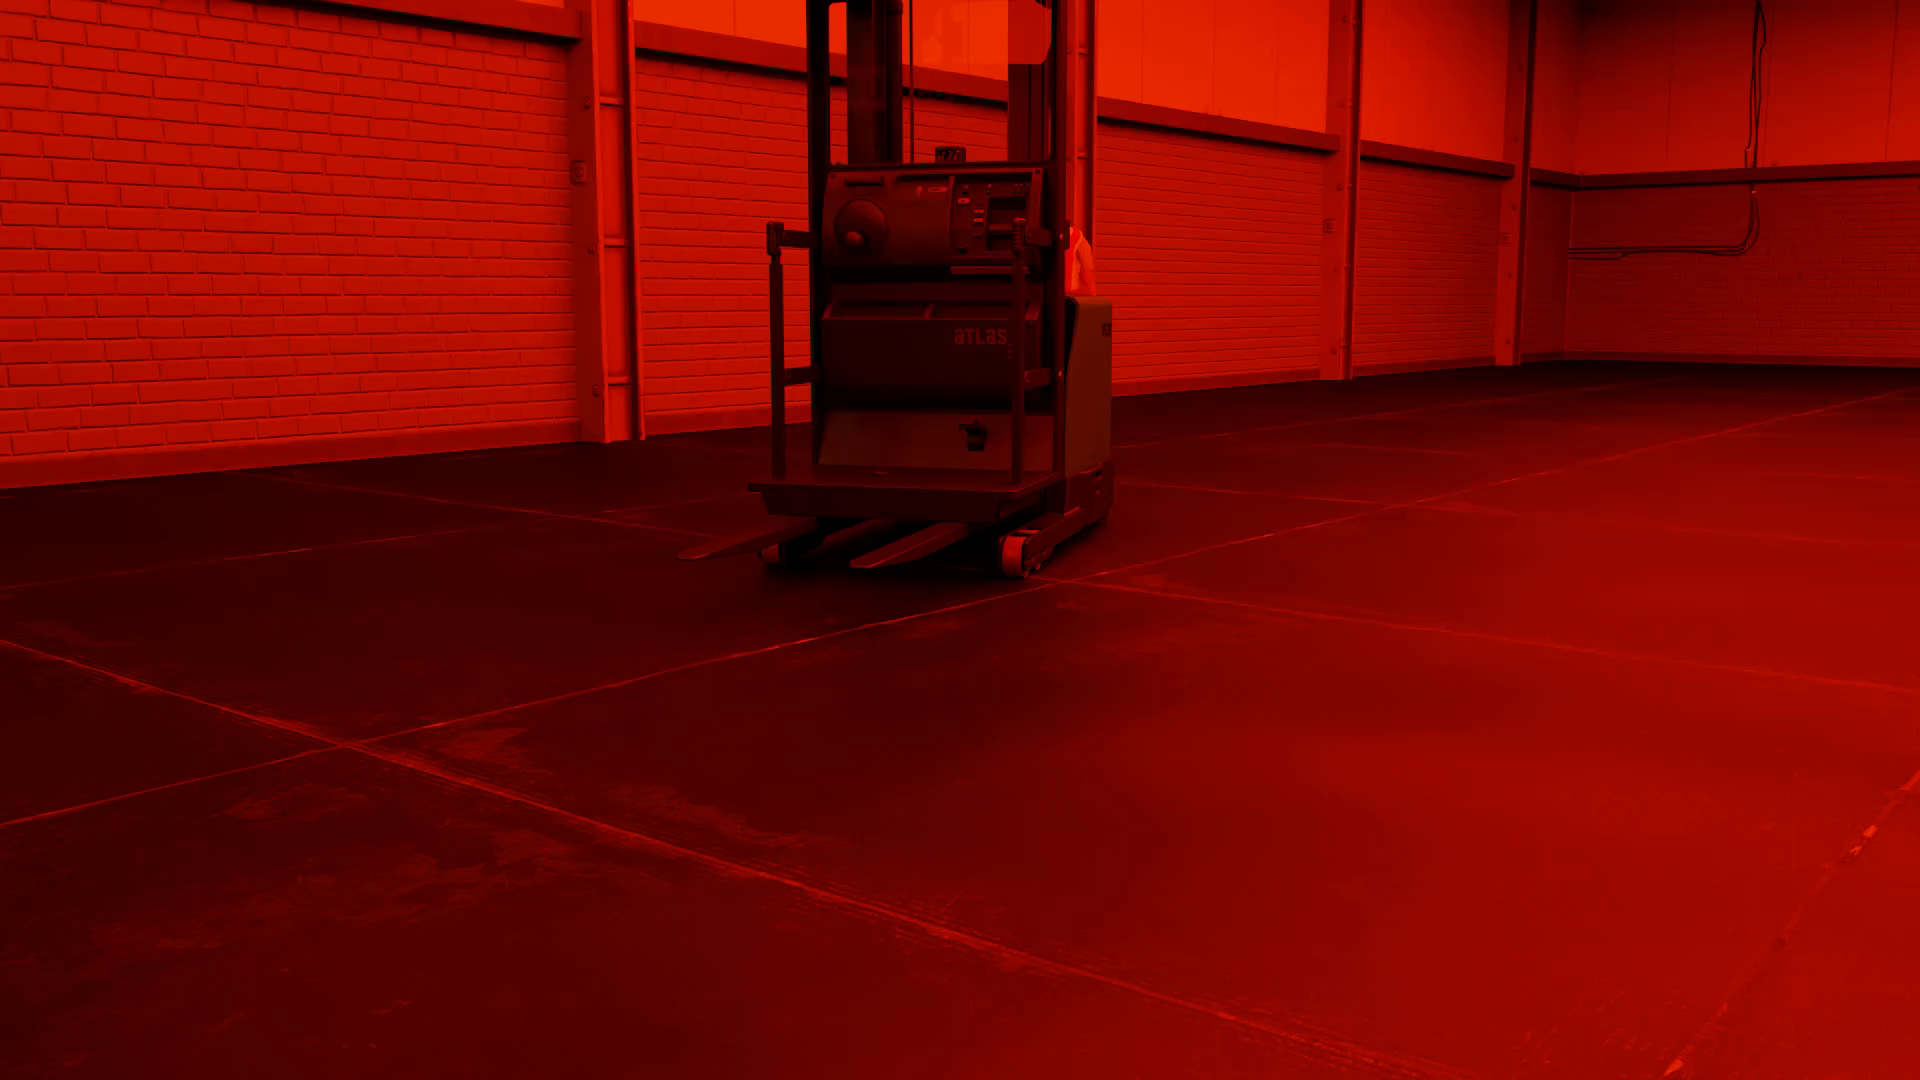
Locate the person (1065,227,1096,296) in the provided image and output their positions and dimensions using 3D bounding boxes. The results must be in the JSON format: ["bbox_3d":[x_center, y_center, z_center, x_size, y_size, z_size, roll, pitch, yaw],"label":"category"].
[{"bbox_3d":[0.582,-1.367,10.621,0.616,1.778,0.453,1,8,8],"label":"person"}]

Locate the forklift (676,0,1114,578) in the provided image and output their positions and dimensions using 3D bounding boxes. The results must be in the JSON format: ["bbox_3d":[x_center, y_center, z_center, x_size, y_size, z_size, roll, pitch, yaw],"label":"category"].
[{"bbox_3d":[-0.176,-1.366,6.616,1.130,2.935,3.031,3,9,17],"label":"forklift"}]
